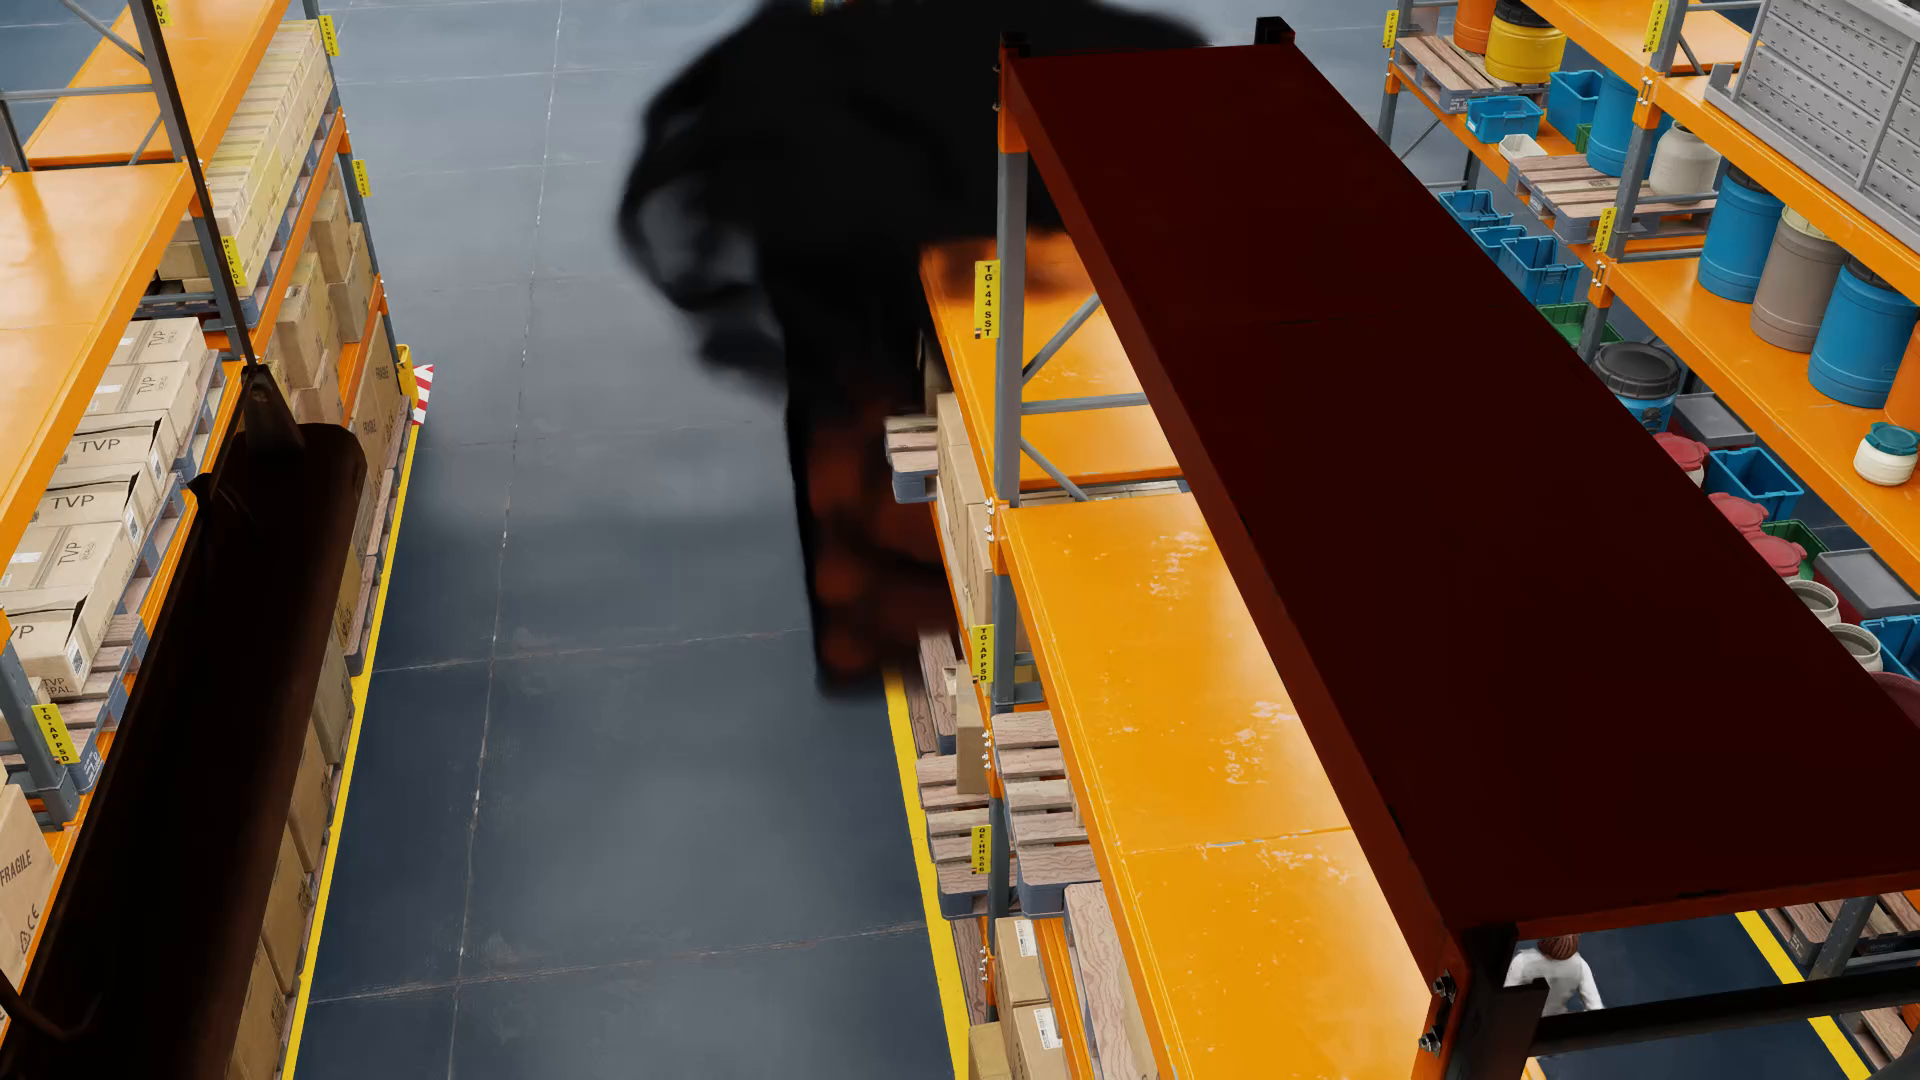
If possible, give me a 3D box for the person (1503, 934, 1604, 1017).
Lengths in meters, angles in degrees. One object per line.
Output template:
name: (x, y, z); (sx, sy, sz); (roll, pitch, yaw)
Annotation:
person: (2.813, 2.467, 8.261); (0.525, 1.621, 0.774); (-5, 37, -7)
